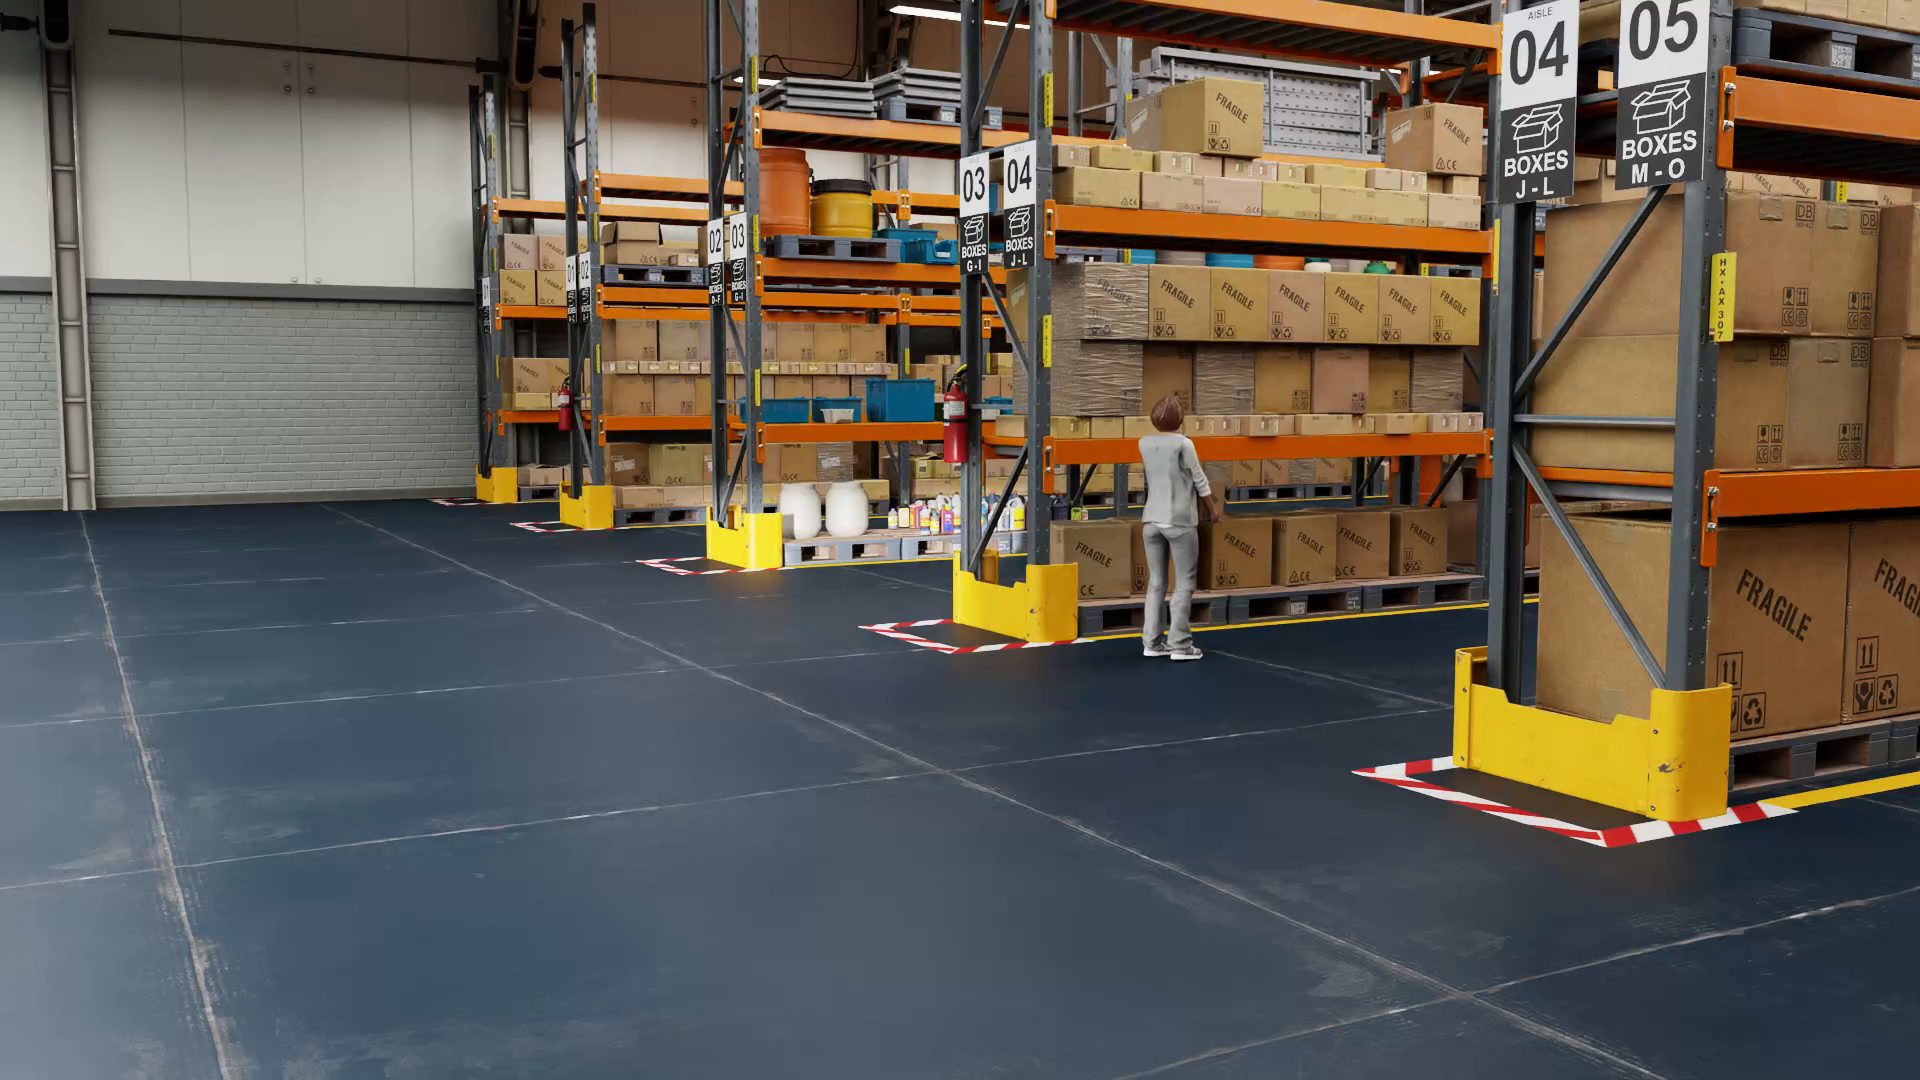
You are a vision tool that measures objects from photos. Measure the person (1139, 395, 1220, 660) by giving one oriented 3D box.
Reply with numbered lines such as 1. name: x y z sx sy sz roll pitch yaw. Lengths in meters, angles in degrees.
1. person: 1.327 -0.079 10.102 0.383 1.599 0.495 5 7 41
